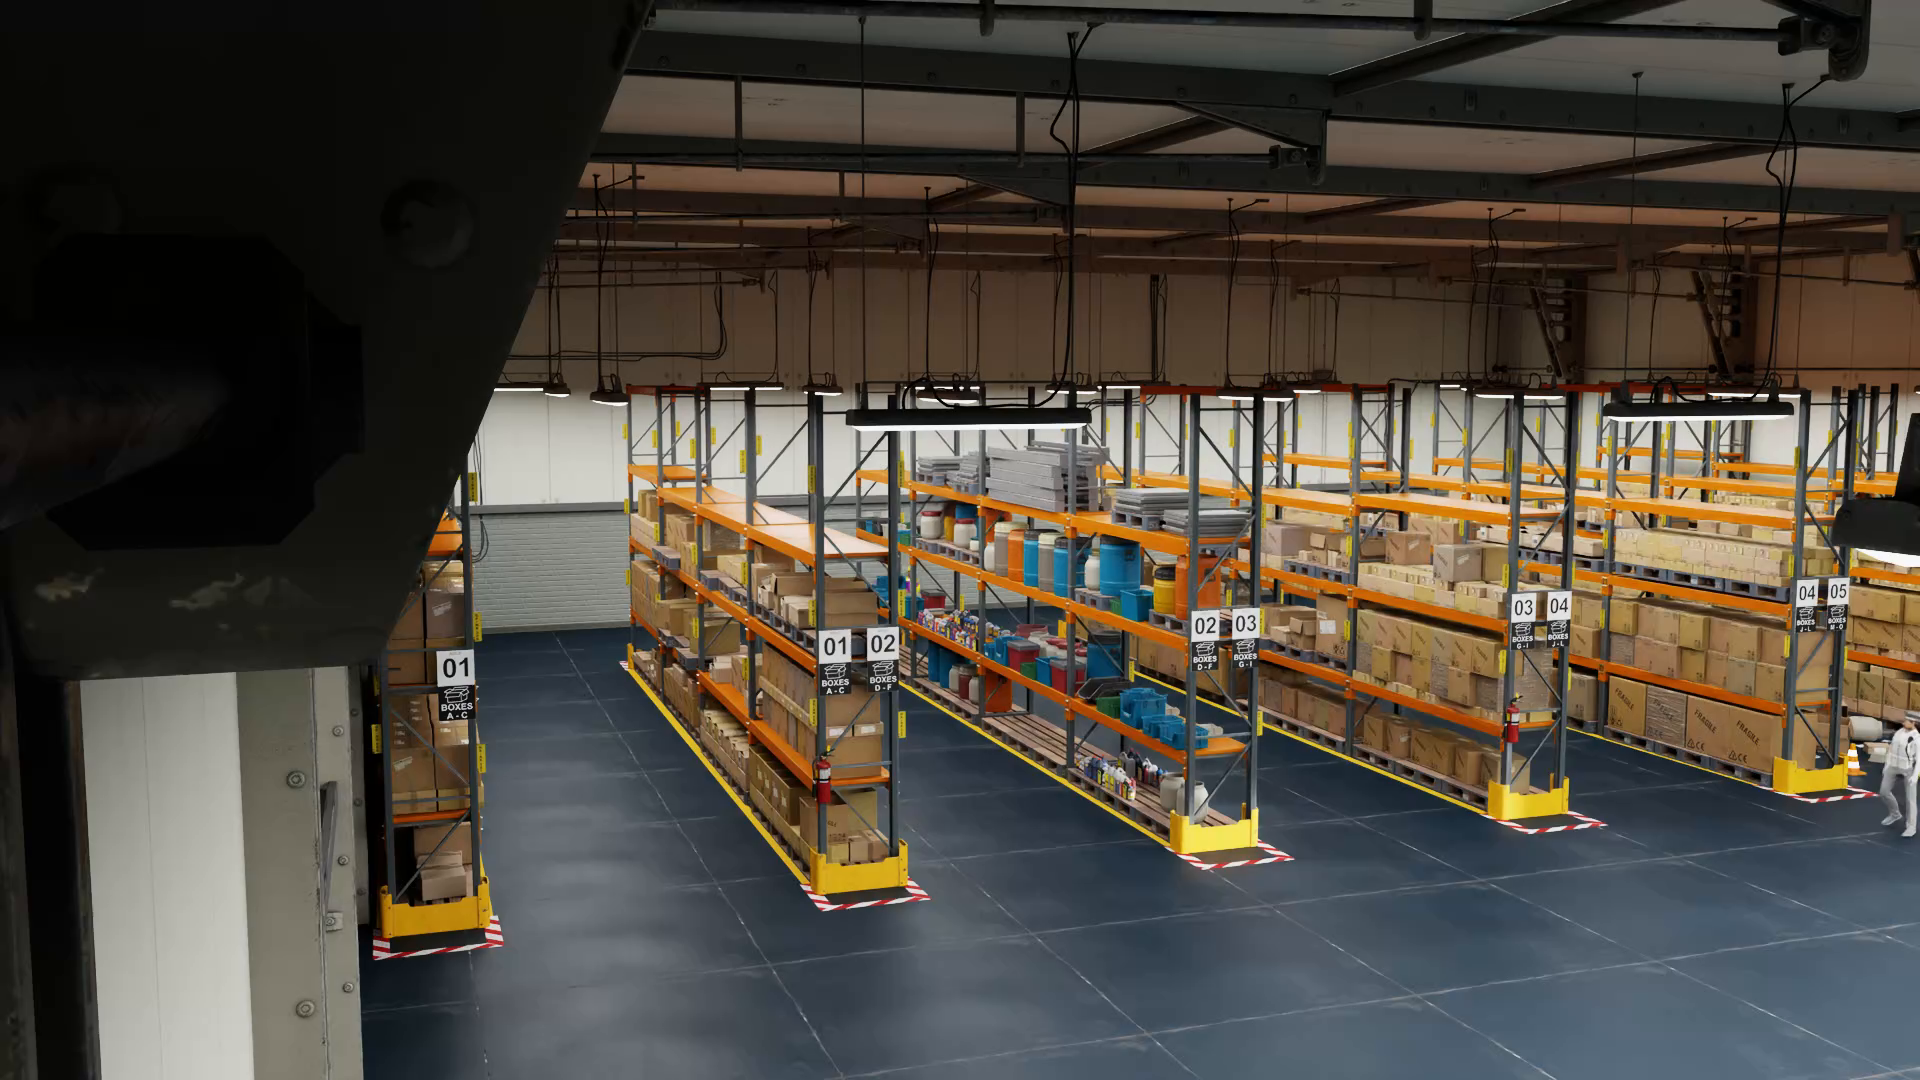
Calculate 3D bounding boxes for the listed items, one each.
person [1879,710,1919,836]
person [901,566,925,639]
[{"bbox_3d":[12.876,3.147,22.704,0.454,1.681,0.574,-4,7,-32],"label":"person"},{"bbox_3d":[-1.121,1.471,38.913,1.042,1.723,0.684,0,6,-2],"label":"person"}]
